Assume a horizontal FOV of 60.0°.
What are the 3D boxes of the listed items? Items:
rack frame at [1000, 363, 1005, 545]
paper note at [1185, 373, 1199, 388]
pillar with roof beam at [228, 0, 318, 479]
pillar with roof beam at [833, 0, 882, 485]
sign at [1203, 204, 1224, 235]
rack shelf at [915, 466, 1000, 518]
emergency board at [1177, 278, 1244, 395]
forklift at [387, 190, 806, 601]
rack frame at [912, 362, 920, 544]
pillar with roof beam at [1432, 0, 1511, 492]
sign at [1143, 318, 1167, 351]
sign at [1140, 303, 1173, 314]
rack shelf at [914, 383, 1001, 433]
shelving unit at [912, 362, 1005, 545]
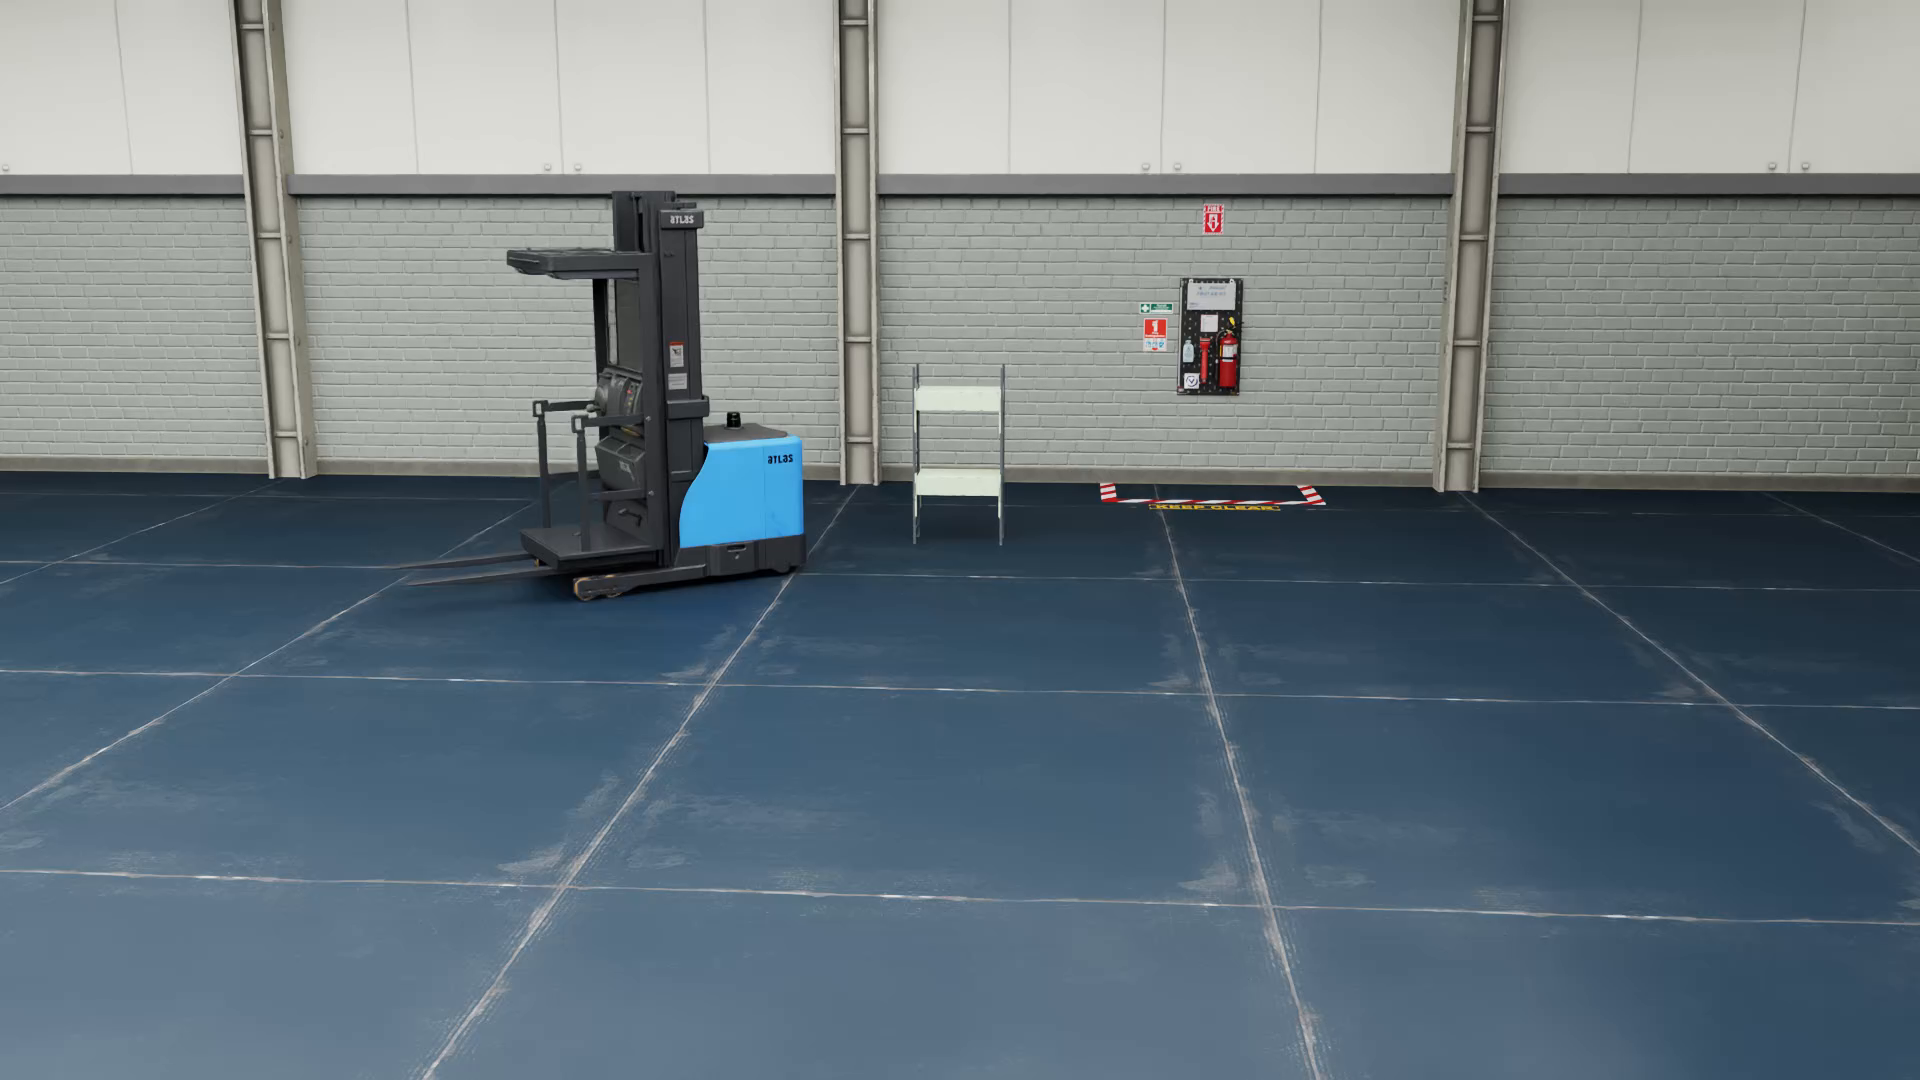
[{"bbox_3d":[0.359,-0.729,14.091,0.023,1.500,0.400,1,12,4],"label":"rack frame"},{"bbox_3d":[2.336,-1.604,16.759,0.142,0.148,0.016,1,12,4],"label":"paper note"},{"bbox_3d":[-7.290,-4.198,12.358,0.400,9.000,9.100,1,12,4],"label":"pillar with roof beam"},{"bbox_3d":[-1.303,-4.116,11.965,0.400,9.000,9.100,1,12,4],"label":"pillar with roof beam"},{"bbox_3d":[2.506,-3.173,16.451,0.199,0.298,0.001,1,12,4],"label":"sign"},{"bbox_3d":[-0.007,-0.415,14.182,0.720,0.370,0.431,1,12,4],"label":"rack shelf"},{"bbox_3d":[2.508,-2.018,16.590,0.643,1.169,0.194,1,12,4],"label":"emergency board"},{"bbox_3d":[-2.742,-1.115,12.440,3.031,2.935,1.130,-7,14,-29],"label":"forklift"},{"bbox_3d":[-0.372,-0.739,14.139,0.023,1.500,0.400,1,12,4],"label":"rack frame"},{"bbox_3d":[4.683,-4.034,11.573,0.400,9.000,9.100,1,12,4],"label":"pillar with roof beam"},{"bbox_3d":[1.963,-2.064,16.724,0.234,0.329,0.001,1,12,4],"label":"sign"},{"bbox_3d":[1.967,-2.322,16.660,0.331,0.109,0.001,1,12,4],"label":"sign"},{"bbox_3d":[-0.007,-1.116,14.035,0.720,0.370,0.431,1,12,4],"label":"rack shelf"},{"bbox_3d":[-0.007,-0.734,14.115,0.755,1.500,0.431,1,12,4],"label":"shelving unit"}]
